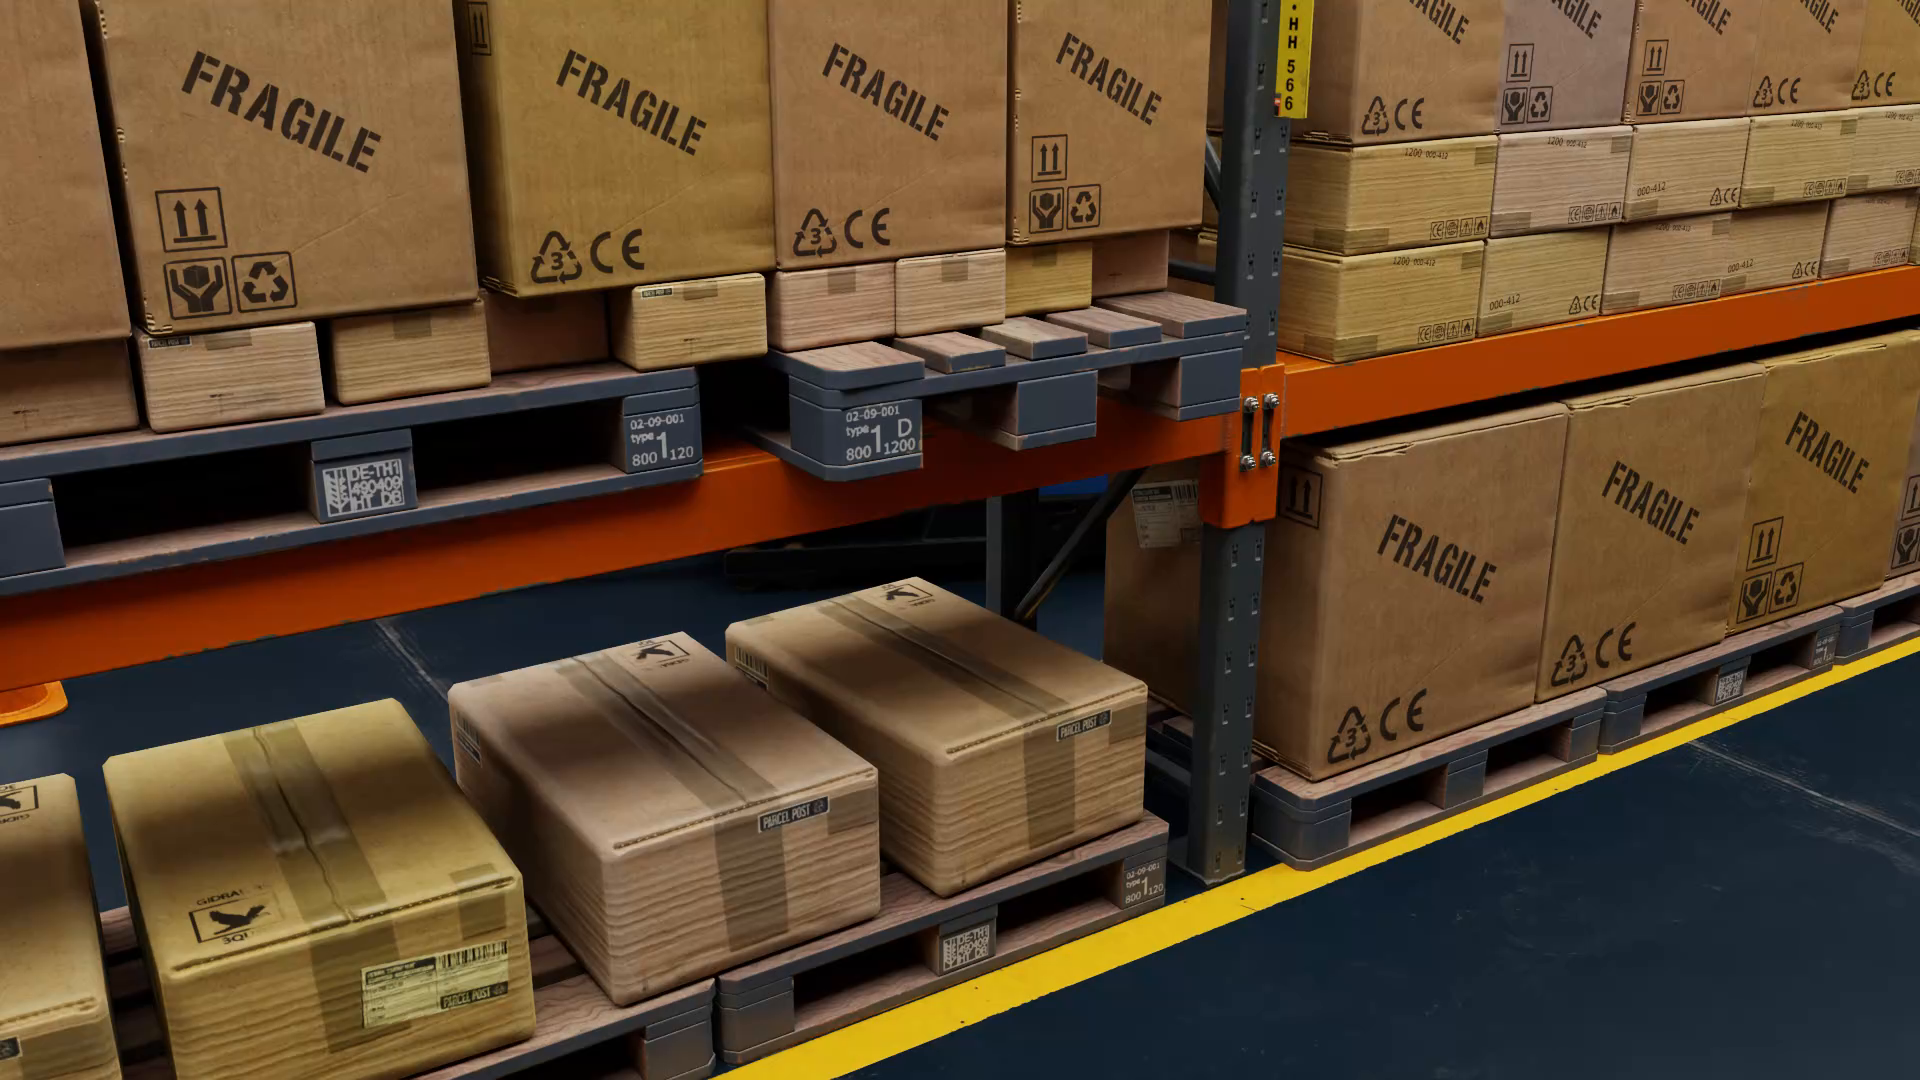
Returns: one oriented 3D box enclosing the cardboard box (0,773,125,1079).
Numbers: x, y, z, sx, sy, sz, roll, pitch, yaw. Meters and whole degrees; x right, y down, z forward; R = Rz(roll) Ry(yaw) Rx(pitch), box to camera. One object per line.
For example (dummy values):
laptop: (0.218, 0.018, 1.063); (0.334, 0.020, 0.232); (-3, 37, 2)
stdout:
cardboard box: (-1.907, 0.839, 3.028); (0.625, 0.372, 0.950); (-10, 21, -28)

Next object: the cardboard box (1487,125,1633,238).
cardboard box: (1.389, -0.971, 4.387); (0.500, 0.250, 0.500); (-11, 22, -30)

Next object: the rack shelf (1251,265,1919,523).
rack shelf: (2.068, -0.703, 5.263); (4.000, 0.370, 1.077); (-12, 22, -31)

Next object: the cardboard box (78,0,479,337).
cardboard box: (-1.132, -0.645, 2.693); (0.500, 0.500, 0.500); (-13, 23, -34)

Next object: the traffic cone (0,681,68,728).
traffic cone: (-2.985, 0.304, 5.124); (0.334, 0.463, 0.336); (-12, 22, -31)

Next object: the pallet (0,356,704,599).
pallet: (-1.233, -0.241, 3.073); (1.213, 0.211, 1.003); (-12, 22, -31)

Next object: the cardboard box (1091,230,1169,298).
cardboard box: (0.254, -0.651, 3.722); (0.250, 0.149, 0.380); (-11, 22, -29)

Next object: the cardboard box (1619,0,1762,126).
cardboard box: (1.794, -1.411, 4.517); (0.500, 0.500, 0.500); (-11, 22, -30)

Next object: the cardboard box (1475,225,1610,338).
cardboard box: (1.364, -0.734, 4.468); (0.500, 0.250, 0.500); (-13, 22, -33)

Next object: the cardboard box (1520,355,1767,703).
cardboard box: (1.768, -0.139, 5.135); (0.875, 0.875, 0.875); (-12, 22, -31)

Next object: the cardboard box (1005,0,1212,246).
cardboard box: (0.171, -0.924, 3.519); (0.500, 0.500, 0.500); (-13, 22, -33)

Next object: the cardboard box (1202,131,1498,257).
cardboard box: (0.957, -0.880, 4.119); (0.500, 0.250, 0.500); (-12, 22, -32)

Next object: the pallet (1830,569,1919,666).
pallet: (3.136, 0.081, 6.175); (1.213, 0.211, 1.003); (-12, 22, -31)

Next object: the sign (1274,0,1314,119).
sign: (0.704, -1.059, 3.509); (0.005, 0.325, 0.100); (-12, 22, -31)

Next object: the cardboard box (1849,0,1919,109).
cardboard box: (2.642, -1.594, 5.059); (0.500, 0.500, 0.500); (-11, 22, -30)

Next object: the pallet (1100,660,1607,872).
pallet: (1.098, 0.511, 4.904); (1.213, 0.211, 1.003); (-12, 22, -31)

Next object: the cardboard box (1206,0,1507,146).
cardboard box: (0.945, -1.234, 3.994); (0.500, 0.500, 0.500); (-13, 22, -33)

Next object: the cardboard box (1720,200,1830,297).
cardboard box: (2.216, -0.913, 4.996); (0.500, 0.250, 0.500); (-12, 22, -31)

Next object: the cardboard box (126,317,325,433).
cardboard box: (-1.203, -0.302, 2.690); (0.250, 0.149, 0.380); (-11, 22, -29)

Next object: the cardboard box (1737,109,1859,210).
cardboard box: (2.243, -1.141, 4.891); (0.500, 0.250, 0.500); (-11, 22, -30)

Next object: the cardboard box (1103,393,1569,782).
cardboard box: (1.021, 0.017, 4.673); (0.875, 0.875, 0.875); (-12, 22, -32)

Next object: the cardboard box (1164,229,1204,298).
cardboard box: (0.678, -0.779, 4.599); (0.500, 0.250, 0.500); (-13, 23, -33)

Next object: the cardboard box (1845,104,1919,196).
cardboard box: (2.662, -1.236, 5.171); (0.500, 0.250, 0.500); (-11, 22, -30)

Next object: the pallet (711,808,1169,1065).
pallet: (-0.255, 0.767, 4.147); (1.213, 0.211, 1.003); (-12, 22, -31)

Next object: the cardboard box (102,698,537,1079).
cardboard box: (-1.328, 0.716, 3.392); (0.625, 0.372, 0.950); (-11, 22, -30)

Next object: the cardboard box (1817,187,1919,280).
cardboard box: (2.645, -1.005, 5.269); (0.500, 0.250, 0.500); (-13, 22, -33)

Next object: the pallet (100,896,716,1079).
pallet: (-1.273, 0.980, 3.515); (1.213, 0.211, 1.003); (-12, 22, -31)

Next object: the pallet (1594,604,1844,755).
pallet: (2.116, 0.297, 5.536); (1.213, 0.211, 1.003); (-12, 22, -31)

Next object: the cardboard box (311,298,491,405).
cardboard box: (-0.997, -0.357, 2.852); (0.250, 0.149, 0.380); (-13, 22, -33)

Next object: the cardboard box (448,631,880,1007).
cardboard box: (-0.691, 0.584, 3.783); (0.625, 0.372, 0.950); (-12, 22, -32)

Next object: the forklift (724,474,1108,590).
forklift: (-0.594, -1.384, 6.261); (3.031, 2.935, 1.130); (-3, 19, -8)

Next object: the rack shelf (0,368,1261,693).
rack shelf: (-1.272, 0.002, 3.179); (4.000, 0.370, 1.077); (-12, 22, -31)

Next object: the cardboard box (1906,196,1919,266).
cardboard box: (3.077, -1.089, 5.517); (0.500, 0.250, 0.500); (-12, 22, -32)

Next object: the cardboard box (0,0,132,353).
cardboard box: (-1.555, -0.552, 2.417); (0.500, 0.500, 0.500); (-12, 22, -32)

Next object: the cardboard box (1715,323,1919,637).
cardboard box: (2.515, -0.297, 5.600); (0.875, 0.875, 0.875); (-11, 22, -30)

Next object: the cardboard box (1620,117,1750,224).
cardboard box: (1.812, -1.056, 4.637); (0.500, 0.250, 0.500); (-12, 22, -32)

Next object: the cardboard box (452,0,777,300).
cardboard box: (-0.675, -0.741, 2.977); (0.500, 0.500, 0.500); (-14, 23, -35)

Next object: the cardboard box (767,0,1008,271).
cardboard box: (-0.254, -0.830, 3.240); (0.500, 0.500, 0.500); (-12, 22, -32)

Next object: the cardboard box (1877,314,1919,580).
cardboard box: (3.265, -0.458, 6.077); (0.875, 0.875, 0.875); (-11, 22, -30)

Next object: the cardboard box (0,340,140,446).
cardboard box: (-1.454, -0.269, 2.593); (0.250, 0.149, 0.380); (-12, 22, -31)

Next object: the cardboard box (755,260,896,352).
cardboard box: (-0.331, -0.485, 3.234); (0.250, 0.149, 0.380); (-13, 23, -34)

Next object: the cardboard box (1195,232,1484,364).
cardboard box: (0.945, -0.639, 4.186); (0.500, 0.250, 0.500); (-12, 22, -32)

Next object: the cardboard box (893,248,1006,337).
cardboard box: (-0.116, -0.528, 3.359); (0.250, 0.149, 0.380); (-12, 22, -32)

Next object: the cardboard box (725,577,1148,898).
cardboard box: (-0.079, 0.451, 4.173); (0.625, 0.372, 0.950); (-14, 23, -35)

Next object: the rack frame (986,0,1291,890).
rack frame: (0.398, -0.691, 4.106); (0.127, 3.000, 1.000); (-12, 22, -31)

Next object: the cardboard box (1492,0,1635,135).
cardboard box: (1.353, -1.324, 4.260); (0.500, 0.500, 0.500); (-12, 22, -31)

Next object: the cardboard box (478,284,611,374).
cardboard box: (-0.832, -0.423, 3.048); (0.250, 0.149, 0.380); (-12, 22, -31)

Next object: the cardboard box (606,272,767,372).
cardboard box: (-0.553, -0.433, 3.079); (0.250, 0.149, 0.380); (-11, 22, -30)

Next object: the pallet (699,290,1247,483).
pallet: (-0.138, -0.446, 3.681); (1.003, 0.211, 1.213); (-12, 22, -31)

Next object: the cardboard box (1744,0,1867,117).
cardboard box: (2.217, -1.499, 4.777); (0.500, 0.500, 0.500); (-12, 22, -31)

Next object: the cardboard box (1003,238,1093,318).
cardboard box: (0.070, -0.584, 3.525); (0.250, 0.149, 0.380); (-12, 22, -31)

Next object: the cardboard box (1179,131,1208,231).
cardboard box: (0.663, -1.010, 4.504); (0.500, 0.250, 0.500); (-12, 22, -32)

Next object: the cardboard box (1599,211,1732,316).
cardboard box: (1.806, -0.825, 4.736); (0.500, 0.250, 0.500); (-11, 22, -30)
